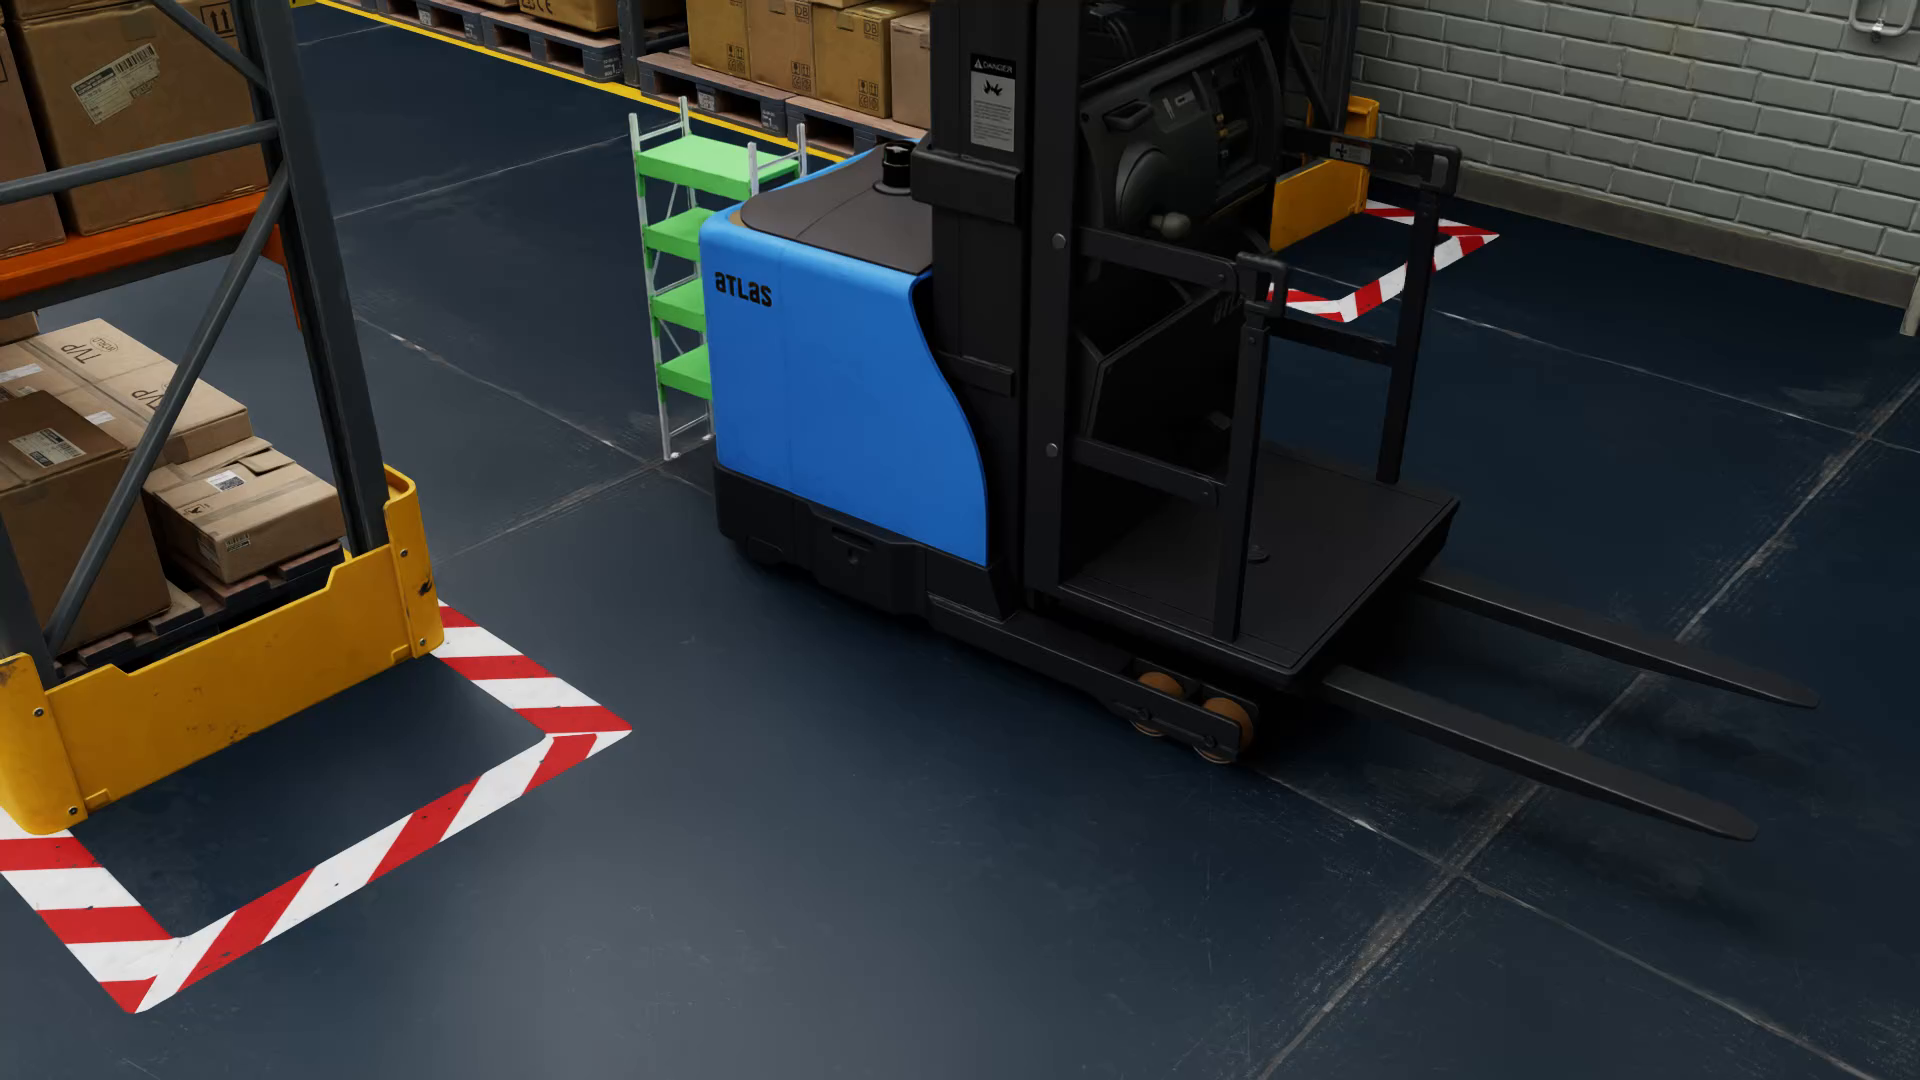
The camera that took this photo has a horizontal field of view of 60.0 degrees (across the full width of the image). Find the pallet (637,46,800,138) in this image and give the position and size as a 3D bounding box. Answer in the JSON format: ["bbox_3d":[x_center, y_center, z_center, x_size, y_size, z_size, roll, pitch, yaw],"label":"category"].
[{"bbox_3d":[-1.049,-2.600,9.364,1.213,0.211,1.003,25,39,35],"label":"pallet"}]

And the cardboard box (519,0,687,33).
[{"bbox_3d":[-2.130,-3.522,9.869,0.750,0.750,0.750,26,39,36],"label":"cardboard box"}]

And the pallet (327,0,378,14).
[{"bbox_3d":[-3.992,-3.975,11.649,1.213,0.211,1.003,25,39,35],"label":"pallet"}]

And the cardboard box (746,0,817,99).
[{"bbox_3d":[-0.705,-2.723,8.882,0.500,0.500,0.700,25,39,35],"label":"cardboard box"}]

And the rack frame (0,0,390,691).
[{"bbox_3d":[-1.916,-0.808,3.683,0.127,3.000,1.000,25,39,35],"label":"rack frame"}]

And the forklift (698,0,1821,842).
[{"bbox_3d":[0.737,-0.992,4.055,3.031,2.935,1.130,20,37,30],"label":"forklift"}]

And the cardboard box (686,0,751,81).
[{"bbox_3d":[-1.075,-2.898,9.173,0.500,0.500,0.700,26,39,36],"label":"cardboard box"}]

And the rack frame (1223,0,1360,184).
[{"bbox_3d":[1.405,-2.703,6.832,0.127,3.000,1.000,25,39,35],"label":"rack frame"}]

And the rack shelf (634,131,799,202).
[{"bbox_3d":[-0.741,-1.119,5.139,0.480,0.148,0.258,20,37,30],"label":"rack shelf"}]

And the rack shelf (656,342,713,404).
[{"bbox_3d":[-0.741,-0.503,5.511,0.480,0.148,0.258,20,37,30],"label":"rack shelf"}]

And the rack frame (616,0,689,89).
[{"bbox_3d":[-1.561,-4.087,9.131,0.127,3.000,1.000,25,39,35],"label":"rack frame"}]

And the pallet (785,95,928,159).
[{"bbox_3d":[-0.141,-2.177,8.662,1.213,0.211,1.003,25,39,35],"label":"pallet"}]

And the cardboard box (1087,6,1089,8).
[{"bbox_3d":[0.412,-2.357,7.644,0.250,0.149,0.380,26,40,36],"label":"cardboard box"}]

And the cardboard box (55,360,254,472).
[{"bbox_3d":[-2.500,-0.288,5.059,0.500,0.250,0.500,25,39,35],"label":"cardboard box"}]

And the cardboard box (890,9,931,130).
[{"bbox_3d":[0.075,-2.363,8.283,0.500,0.500,0.700,24,38,34],"label":"cardboard box"}]

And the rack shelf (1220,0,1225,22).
[{"bbox_3d":[-0.078,-3.087,8.167,4.000,0.370,1.077,25,39,35],"label":"rack shelf"}]

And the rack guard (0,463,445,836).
[{"bbox_3d":[-1.972,0.237,4.371,0.348,0.500,1.175,25,39,35],"label":"rack guard"}]

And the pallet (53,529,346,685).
[{"bbox_3d":[-2.564,0.085,4.904,1.213,0.211,1.003,25,39,35],"label":"pallet"}]

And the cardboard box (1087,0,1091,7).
[{"bbox_3d":[0.670,-2.502,7.886,0.250,0.149,0.380,25,39,35],"label":"cardboard box"}]

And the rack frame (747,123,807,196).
[{"bbox_3d":[-0.543,-0.689,5.231,0.015,1.200,0.240,20,37,30],"label":"rack frame"}]

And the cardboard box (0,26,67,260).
[{"bbox_3d":[-2.431,-0.901,3.742,0.500,0.500,0.500,26,40,36],"label":"cardboard box"}]

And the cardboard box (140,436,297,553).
[{"bbox_3d":[-2.181,-0.145,4.903,0.250,0.166,0.380,25,39,35],"label":"cardboard box"}]

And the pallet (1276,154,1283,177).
[{"bbox_3d":[0.760,-1.755,7.961,1.213,0.211,1.003,25,39,35],"label":"pallet"}]

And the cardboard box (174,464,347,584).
[{"bbox_3d":[-1.996,-0.051,4.764,0.250,0.149,0.380,25,39,35],"label":"cardboard box"}]

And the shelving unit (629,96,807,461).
[{"bbox_3d":[-0.741,-0.763,5.354,0.503,1.200,0.258,20,37,30],"label":"shelving unit"}]

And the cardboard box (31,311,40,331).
[{"bbox_3d":[-3.713,-0.880,5.984,0.500,0.311,0.500,25,39,35],"label":"cardboard box"}]

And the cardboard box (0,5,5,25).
[{"bbox_3d":[-2.431,-1.328,3.481,0.500,0.500,0.500,25,39,35],"label":"cardboard box"}]

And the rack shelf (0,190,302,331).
[{"bbox_3d":[-3.399,-1.191,5.018,4.000,0.370,1.077,25,39,35],"label":"rack shelf"}]

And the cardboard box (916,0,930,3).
[{"bbox_3d":[-0.083,-2.853,8.469,0.250,0.149,0.380,24,39,34],"label":"cardboard box"}]

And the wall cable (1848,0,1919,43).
[{"bbox_3d":[2.989,-3.057,6.434,1.851,1.984,0.084,25,39,35],"label":"wall cable"}]

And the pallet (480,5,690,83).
[{"bbox_3d":[-2.183,-3.131,10.246,1.213,0.211,1.003,25,39,35],"label":"pallet"}]

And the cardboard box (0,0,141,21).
[{"bbox_3d":[-2.068,-1.533,3.822,0.500,0.500,0.500,26,40,36],"label":"cardboard box"}]

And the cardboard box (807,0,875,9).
[{"bbox_3d":[-0.556,-2.807,8.393,0.250,0.149,0.380,24,38,34],"label":"cardboard box"}]

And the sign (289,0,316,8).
[{"bbox_3d":[-1.552,-1.386,3.804,0.005,0.325,0.100,25,39,35],"label":"sign"}]

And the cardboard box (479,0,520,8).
[{"bbox_3d":[-2.791,-3.828,10.378,0.750,0.750,0.750,26,40,36],"label":"cardboard box"}]

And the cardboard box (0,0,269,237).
[{"bbox_3d":[-2.068,-1.105,4.080,0.500,0.500,0.500,26,40,36],"label":"cardboard box"}]

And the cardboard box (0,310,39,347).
[{"bbox_3d":[-3.485,-0.663,5.436,0.637,0.503,0.797,25,39,35],"label":"cardboard box"}]

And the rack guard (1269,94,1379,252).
[{"bbox_3d":[1.423,-1.624,7.463,0.348,0.500,1.175,25,39,35],"label":"rack guard"}]

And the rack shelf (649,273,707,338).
[{"bbox_3d":[-0.741,-0.708,5.387,0.480,0.148,0.258,20,37,30],"label":"rack shelf"}]

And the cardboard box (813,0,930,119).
[{"bbox_3d":[-0.326,-2.545,8.585,0.500,0.500,0.700,26,40,36],"label":"cardboard box"}]

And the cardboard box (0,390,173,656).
[{"bbox_3d":[-2.485,-0.019,4.370,0.500,0.500,0.500,25,39,35],"label":"cardboard box"}]

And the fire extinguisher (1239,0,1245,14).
[{"bbox_3d":[1.207,-2.281,6.568,0.183,0.674,0.296,25,39,35],"label":"fire extinguisher"}]

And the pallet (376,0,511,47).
[{"bbox_3d":[-3.092,-3.553,10.948,1.213,0.211,1.003,25,39,35],"label":"pallet"}]

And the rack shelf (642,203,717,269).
[{"bbox_3d":[-0.741,-0.914,5.263,0.480,0.148,0.258,20,37,30],"label":"rack shelf"}]

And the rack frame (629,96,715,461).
[{"bbox_3d":[-0.938,-0.837,5.476,0.015,1.200,0.240,20,37,30],"label":"rack frame"}]

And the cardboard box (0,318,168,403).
[{"bbox_3d":[-2.870,-0.461,5.346,0.500,0.250,0.500,25,39,35],"label":"cardboard box"}]
